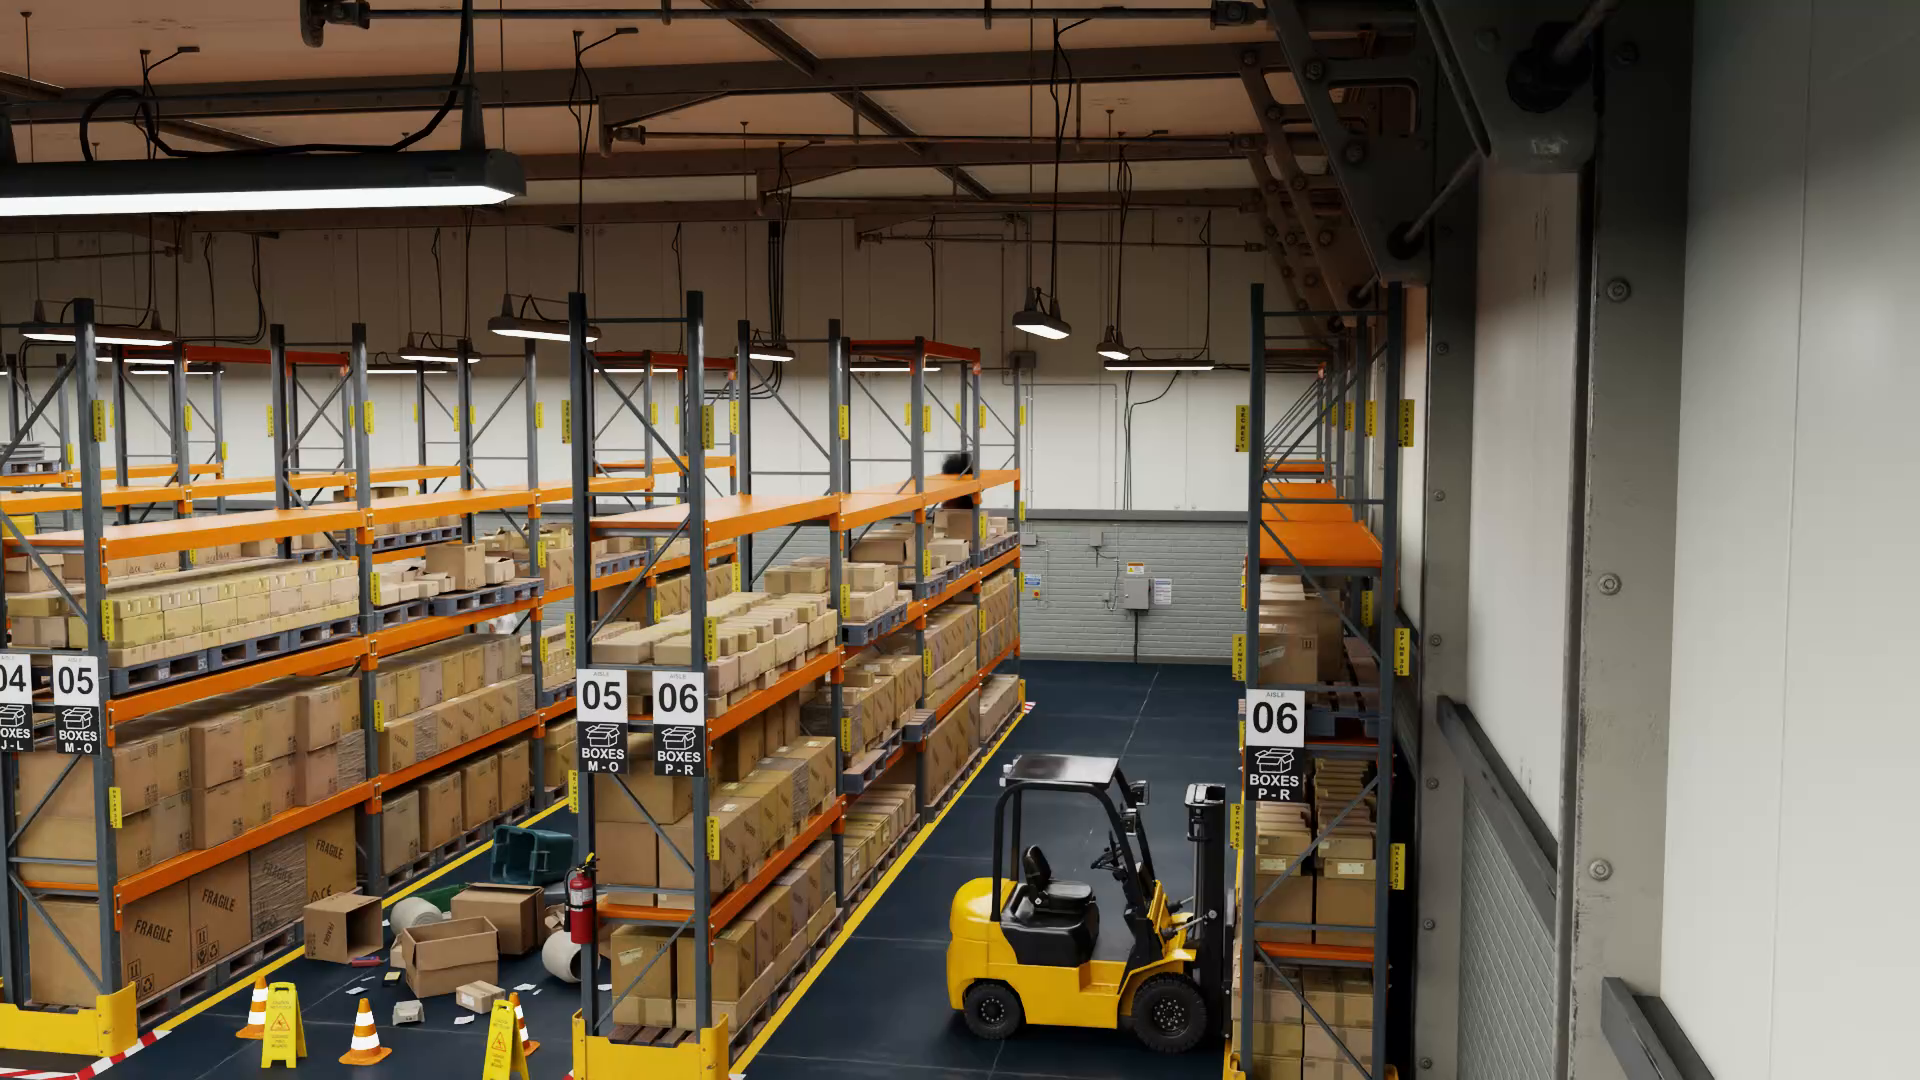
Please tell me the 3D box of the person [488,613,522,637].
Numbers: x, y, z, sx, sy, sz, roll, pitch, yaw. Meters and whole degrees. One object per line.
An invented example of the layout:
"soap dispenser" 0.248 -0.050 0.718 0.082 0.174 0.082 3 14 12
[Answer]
"person" -8.408 1.836 30.806 0.542 1.726 0.726 2 5 22
